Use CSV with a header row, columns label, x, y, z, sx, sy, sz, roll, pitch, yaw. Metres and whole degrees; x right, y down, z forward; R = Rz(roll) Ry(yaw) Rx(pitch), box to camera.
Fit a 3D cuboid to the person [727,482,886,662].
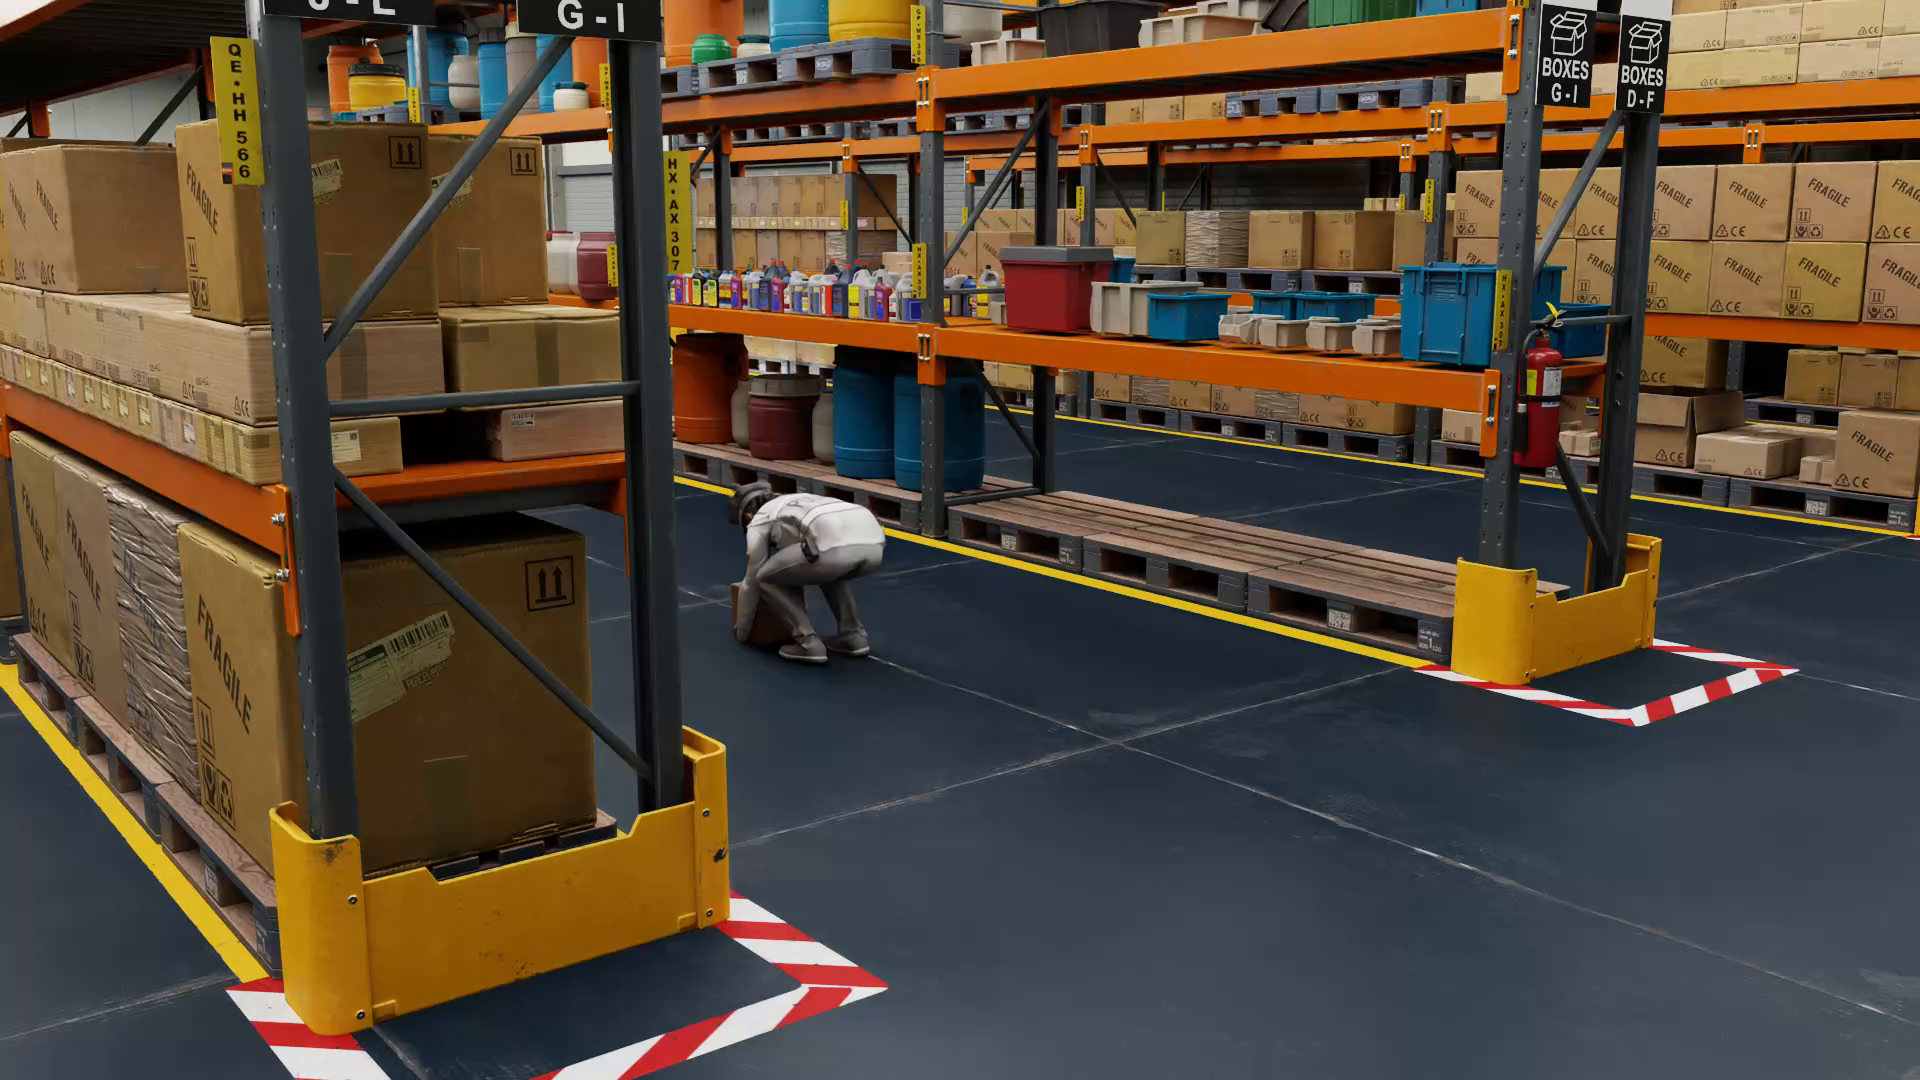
label,x,y,z,sx,sy,sz,roll,pitch,yaw
person,-0.722,0.151,7.626,0.456,0.752,0.915,-9,14,-39
